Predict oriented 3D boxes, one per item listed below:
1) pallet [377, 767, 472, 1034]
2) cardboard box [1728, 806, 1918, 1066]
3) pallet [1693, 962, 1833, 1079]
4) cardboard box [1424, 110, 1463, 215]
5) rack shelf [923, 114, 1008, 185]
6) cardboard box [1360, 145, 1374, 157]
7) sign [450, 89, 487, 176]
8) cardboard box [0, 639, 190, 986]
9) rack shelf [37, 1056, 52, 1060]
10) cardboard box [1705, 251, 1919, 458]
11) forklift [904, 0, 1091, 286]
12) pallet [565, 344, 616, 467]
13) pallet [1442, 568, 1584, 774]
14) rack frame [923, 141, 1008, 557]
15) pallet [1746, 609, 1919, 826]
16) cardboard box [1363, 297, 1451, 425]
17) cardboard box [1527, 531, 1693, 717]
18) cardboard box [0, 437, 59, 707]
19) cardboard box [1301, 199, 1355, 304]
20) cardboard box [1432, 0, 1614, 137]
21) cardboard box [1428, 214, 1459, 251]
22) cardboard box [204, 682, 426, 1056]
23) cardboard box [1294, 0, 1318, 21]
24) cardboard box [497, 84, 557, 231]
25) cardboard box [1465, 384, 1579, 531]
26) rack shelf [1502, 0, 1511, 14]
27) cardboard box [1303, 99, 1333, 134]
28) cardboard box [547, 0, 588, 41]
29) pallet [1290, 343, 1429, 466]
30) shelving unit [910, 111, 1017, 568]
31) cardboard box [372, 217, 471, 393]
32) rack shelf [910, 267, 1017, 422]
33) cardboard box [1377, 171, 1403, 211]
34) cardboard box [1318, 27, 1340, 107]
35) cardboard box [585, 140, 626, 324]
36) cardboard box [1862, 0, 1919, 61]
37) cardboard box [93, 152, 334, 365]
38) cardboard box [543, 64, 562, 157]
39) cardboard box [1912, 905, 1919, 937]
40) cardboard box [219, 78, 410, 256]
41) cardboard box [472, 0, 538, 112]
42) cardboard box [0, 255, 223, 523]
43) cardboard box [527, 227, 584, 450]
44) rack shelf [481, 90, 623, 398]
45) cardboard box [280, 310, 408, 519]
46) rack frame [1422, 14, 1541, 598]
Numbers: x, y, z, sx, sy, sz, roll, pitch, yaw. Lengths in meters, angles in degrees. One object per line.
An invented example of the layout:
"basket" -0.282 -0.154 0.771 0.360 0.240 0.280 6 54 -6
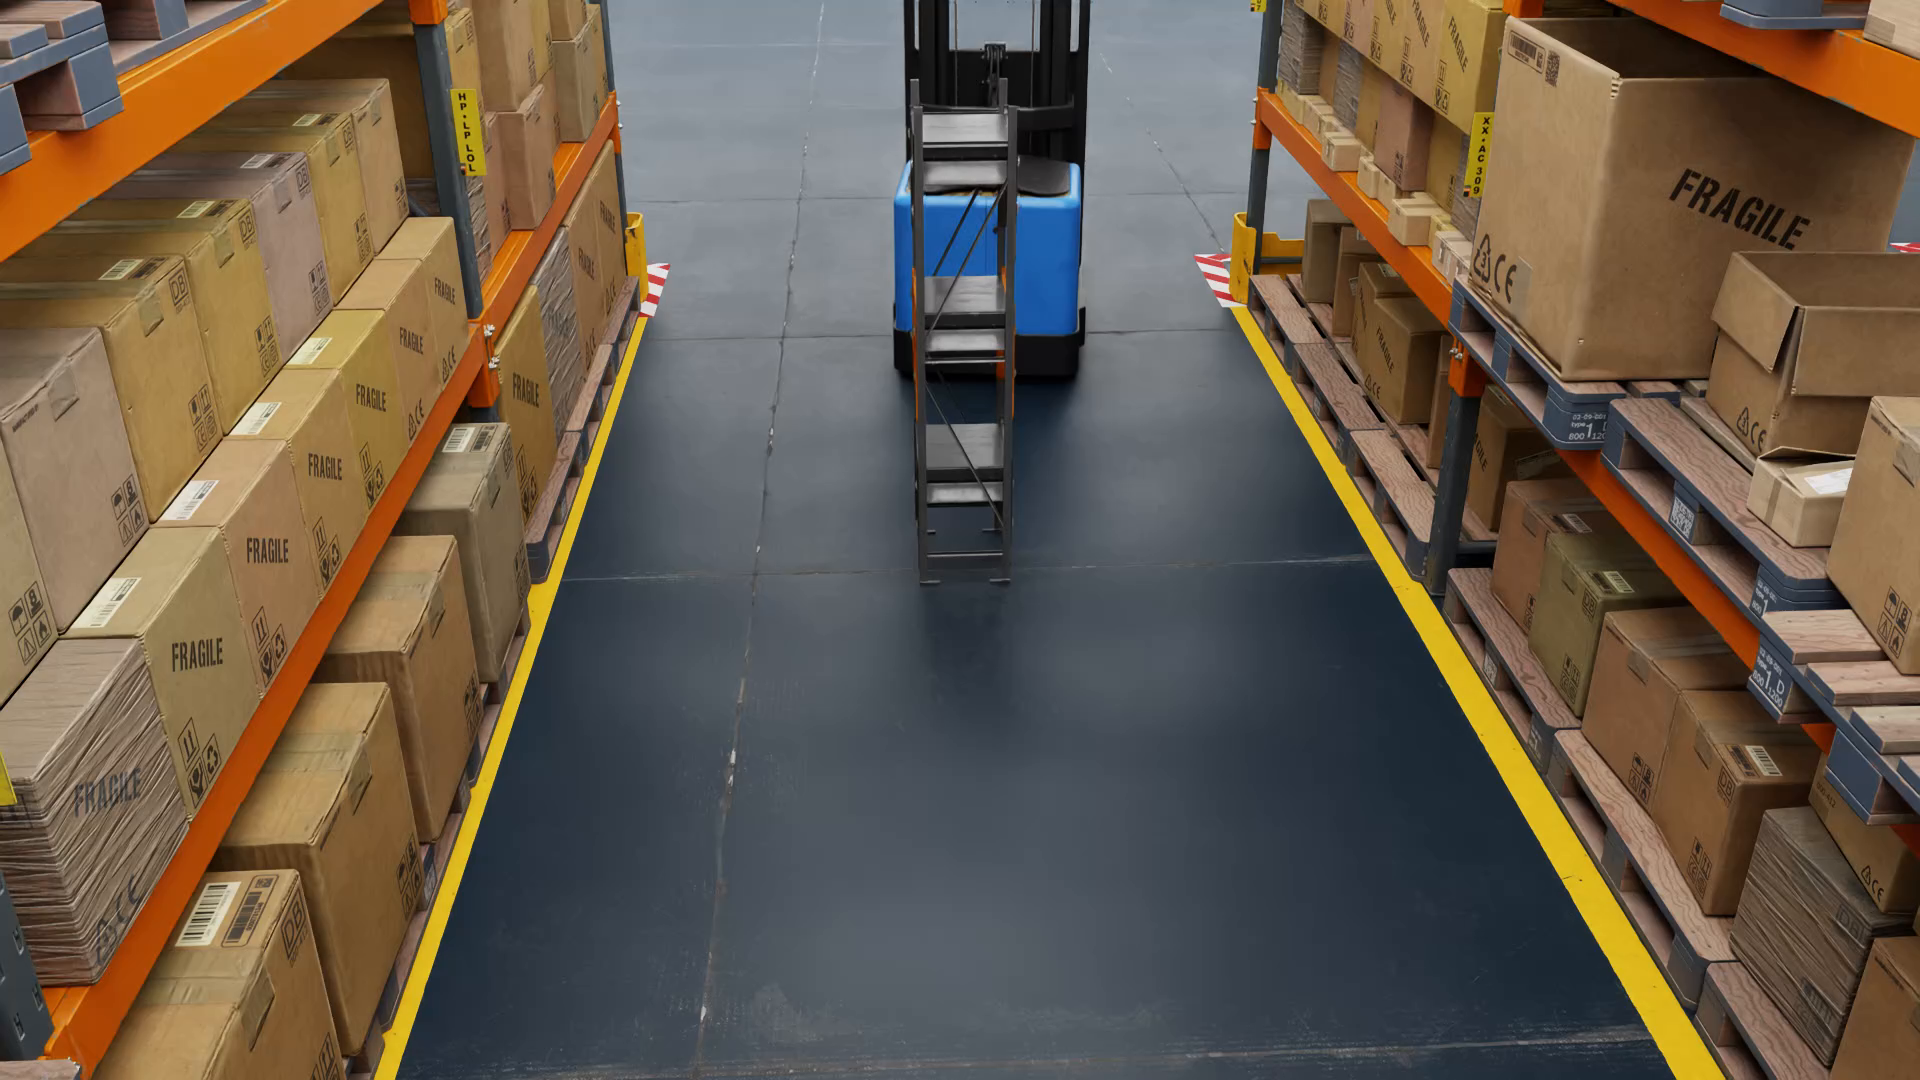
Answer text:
"pallet" -2.222 1.111 5.392 1.003 0.211 1.213 -1 28 -3
"cardboard box" 2.666 1.078 4.668 0.700 0.500 0.500 -4 28 -7
"pallet" 2.723 1.605 4.445 1.003 0.211 1.213 -1 28 -3
"cardboard box" 2.601 -1.735 7.404 0.875 0.500 0.500 -1 28 -3
"rack shelf" 0.009 -1.584 6.737 0.368 0.174 0.457 -1 28 -3
"cardboard box" 2.249 -1.909 8.439 0.380 0.149 0.250 -1 28 -3
"sign" -1.863 -1.541 6.294 0.100 0.325 0.005 -1 28 -3
"cardboard box" -1.950 0.544 3.355 0.500 0.500 0.500 -1 28 -2
"rack shelf" -2.091 2.045 1.364 1.077 0.370 4.000 -1 28 -3
"cardboard box" 2.737 -0.552 4.998 0.797 0.503 0.637 1 28 3
"forklift" 0.235 -2.871 10.085 1.121 2.935 3.031 2 28 3
"pallet" -2.433 -0.726 8.915 1.003 0.211 1.213 -1 28 -3
"pallet" 2.596 0.478 6.606 1.003 0.211 1.213 -1 28 -3
"rack frame" 0.020 -0.742 6.902 0.380 1.831 0.006 -1 28 -3
"pallet" 2.619 0.488 3.779 1.213 0.211 1.003 -1 28 -3
"cardboard box" 2.424 -0.931 8.540 0.500 0.500 0.500 -4 28 -7
"cardboard box" 2.570 0.300 6.159 0.700 0.500 0.500 -2 28 -3
"cardboard box" -2.209 0.107 3.112 0.700 0.500 0.500 -2 28 -3
"cardboard box" 2.361 -1.754 10.119 0.500 0.500 0.500 4 28 7
"cardboard box" 2.255 -1.939 6.713 0.500 0.500 0.500 -1 28 -3
"cardboard box" 2.292 -1.332 7.331 0.380 0.149 0.250 -1 28 -3
"cardboard box" -2.187 0.926 4.709 1.050 0.750 0.750 -1 28 -2
"cardboard box" 2.121 -3.093 8.926 0.500 0.500 0.500 -1 28 -3
"cardboard box" -2.398 -1.787 7.771 0.875 0.550 0.550 -1 28 -3
"cardboard box" 2.573 -0.382 7.487 0.500 0.500 0.500 -2 28 -4
"rack shelf" 2.449 -3.053 7.894 1.077 0.370 4.000 -1 28 -3
"cardboard box" 2.147 -2.370 9.322 0.380 0.149 0.250 -1 28 -3
"cardboard box" -2.512 -3.013 8.954 0.875 0.550 0.550 -1 28 -3
"pallet" 2.417 -0.756 8.971 1.003 0.211 1.213 -1 28 -3
"shelving unit" -5.799 -2.069 6.045 12.070 5.092 0.667 -1 28 -3
"cardboard box" -2.111 -0.855 6.037 0.500 0.500 0.500 -2 28 -3
"rack shelf" 0.009 -0.842 7.124 0.431 0.518 0.480 -1 28 -3
"cardboard box" 2.233 -1.677 7.994 0.380 0.149 0.250 -1 28 -3
"cardboard box" 2.492 -2.659 9.175 0.875 0.500 0.500 -1 28 -3
"cardboard box" -2.512 -1.825 9.849 0.875 0.875 0.875 -1 28 -2
"cardboard box" 2.430 -1.209 3.742 0.500 0.250 0.500 -1 28 -1
"cardboard box" -2.318 -0.833 4.913 0.700 0.500 0.500 -1 28 -2
"cardboard box" -2.595 -2.273 8.703 0.875 0.550 0.550 -1 28 -3
"cardboard box" 2.698 1.001 4.003 0.500 0.250 0.500 0 28 -1
"cardboard box" -2.373 -1.304 5.816 0.700 0.500 0.500 -2 28 -4
"cardboard box" -2.425 -2.265 7.520 0.875 0.550 0.550 -1 28 -3
"cardboard box" -2.266 -0.363 4.014 0.700 0.500 0.500 -2 28 -3
"cardboard box" -2.419 -0.997 8.262 0.875 0.875 0.875 -1 28 -2
"rack shelf" -2.509 -1.650 8.447 1.077 0.370 4.000 -1 28 -3
"cardboard box" -2.058 -0.388 5.142 0.500 0.500 0.500 -1 28 -2
"rack frame" 2.554 -1.118 6.650 1.000 3.000 0.127 -1 28 -3
